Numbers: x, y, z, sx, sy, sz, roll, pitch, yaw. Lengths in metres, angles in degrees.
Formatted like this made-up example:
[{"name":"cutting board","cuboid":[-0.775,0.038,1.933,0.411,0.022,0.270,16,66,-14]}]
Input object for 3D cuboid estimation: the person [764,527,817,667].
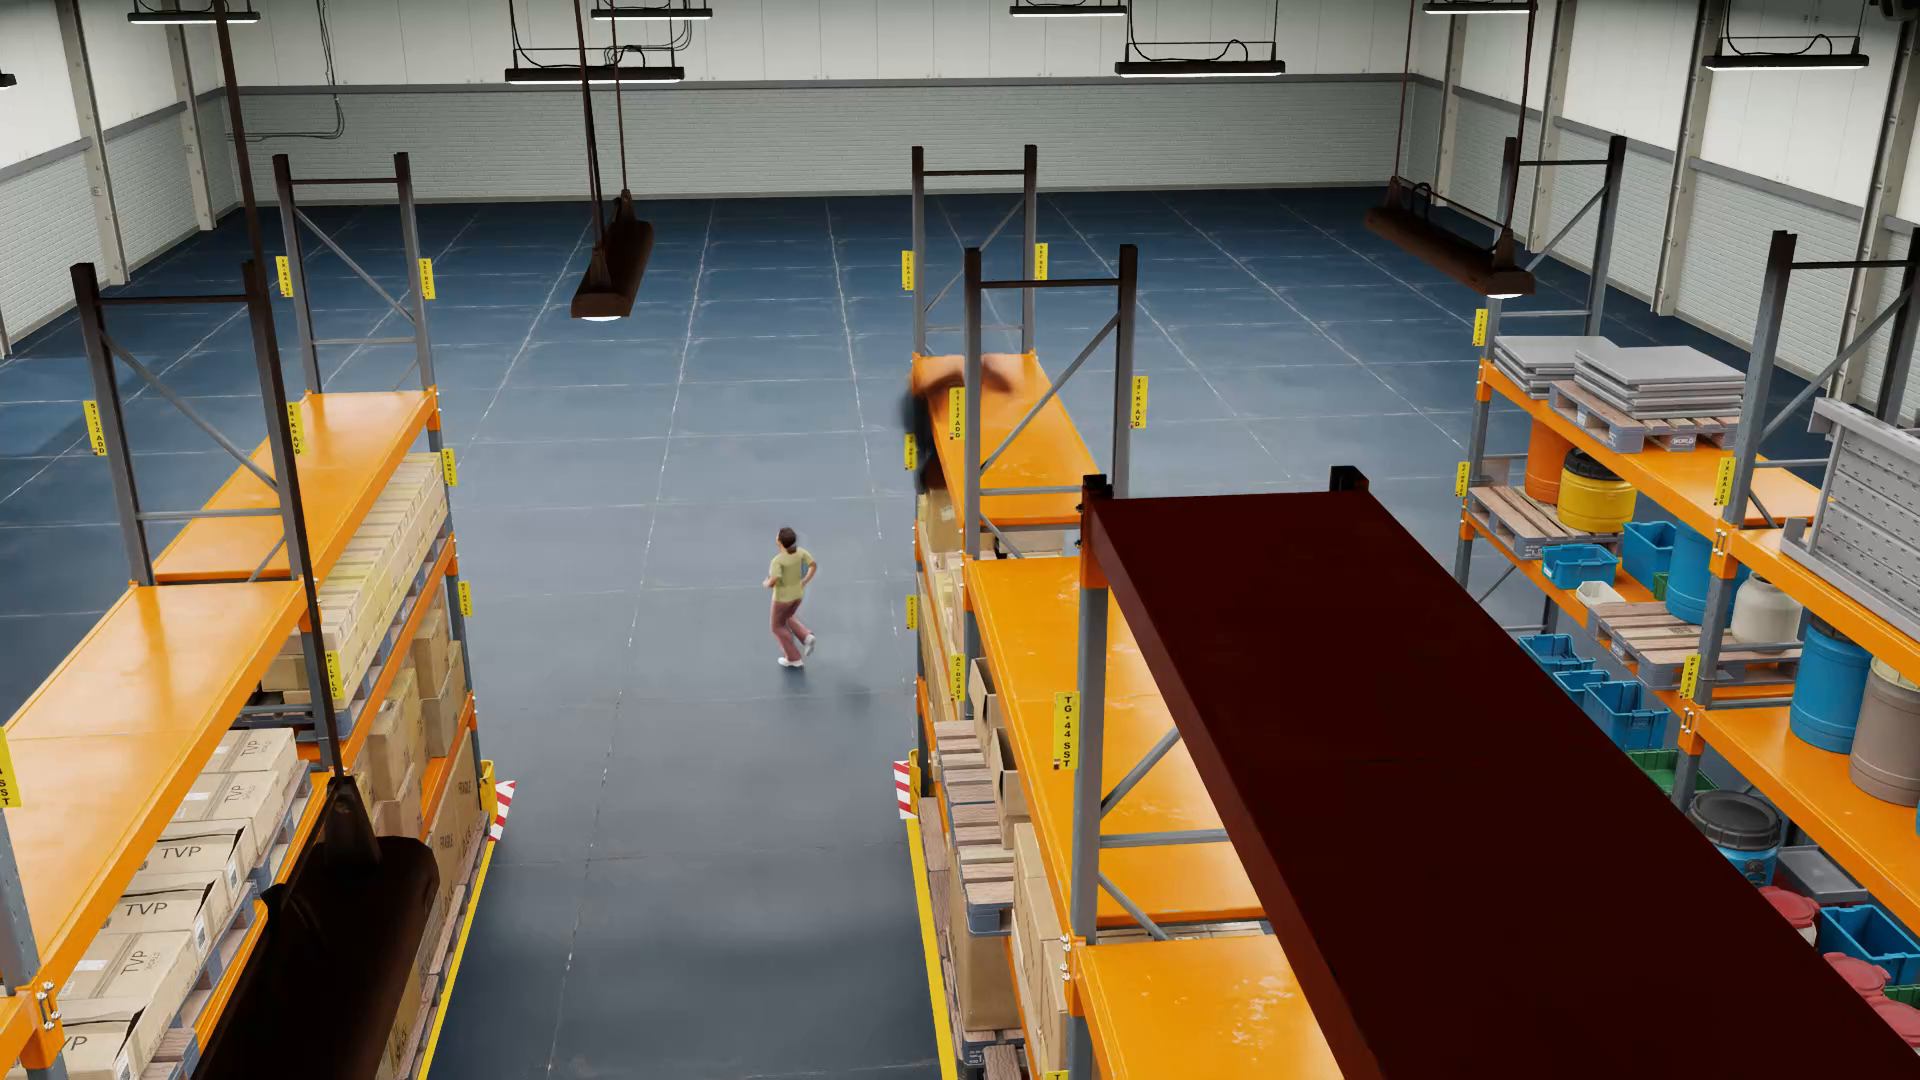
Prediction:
[{"name":"person","cuboid":[-1.843,0.621,17.876,0.547,1.624,0.627,18,28,39]}]
